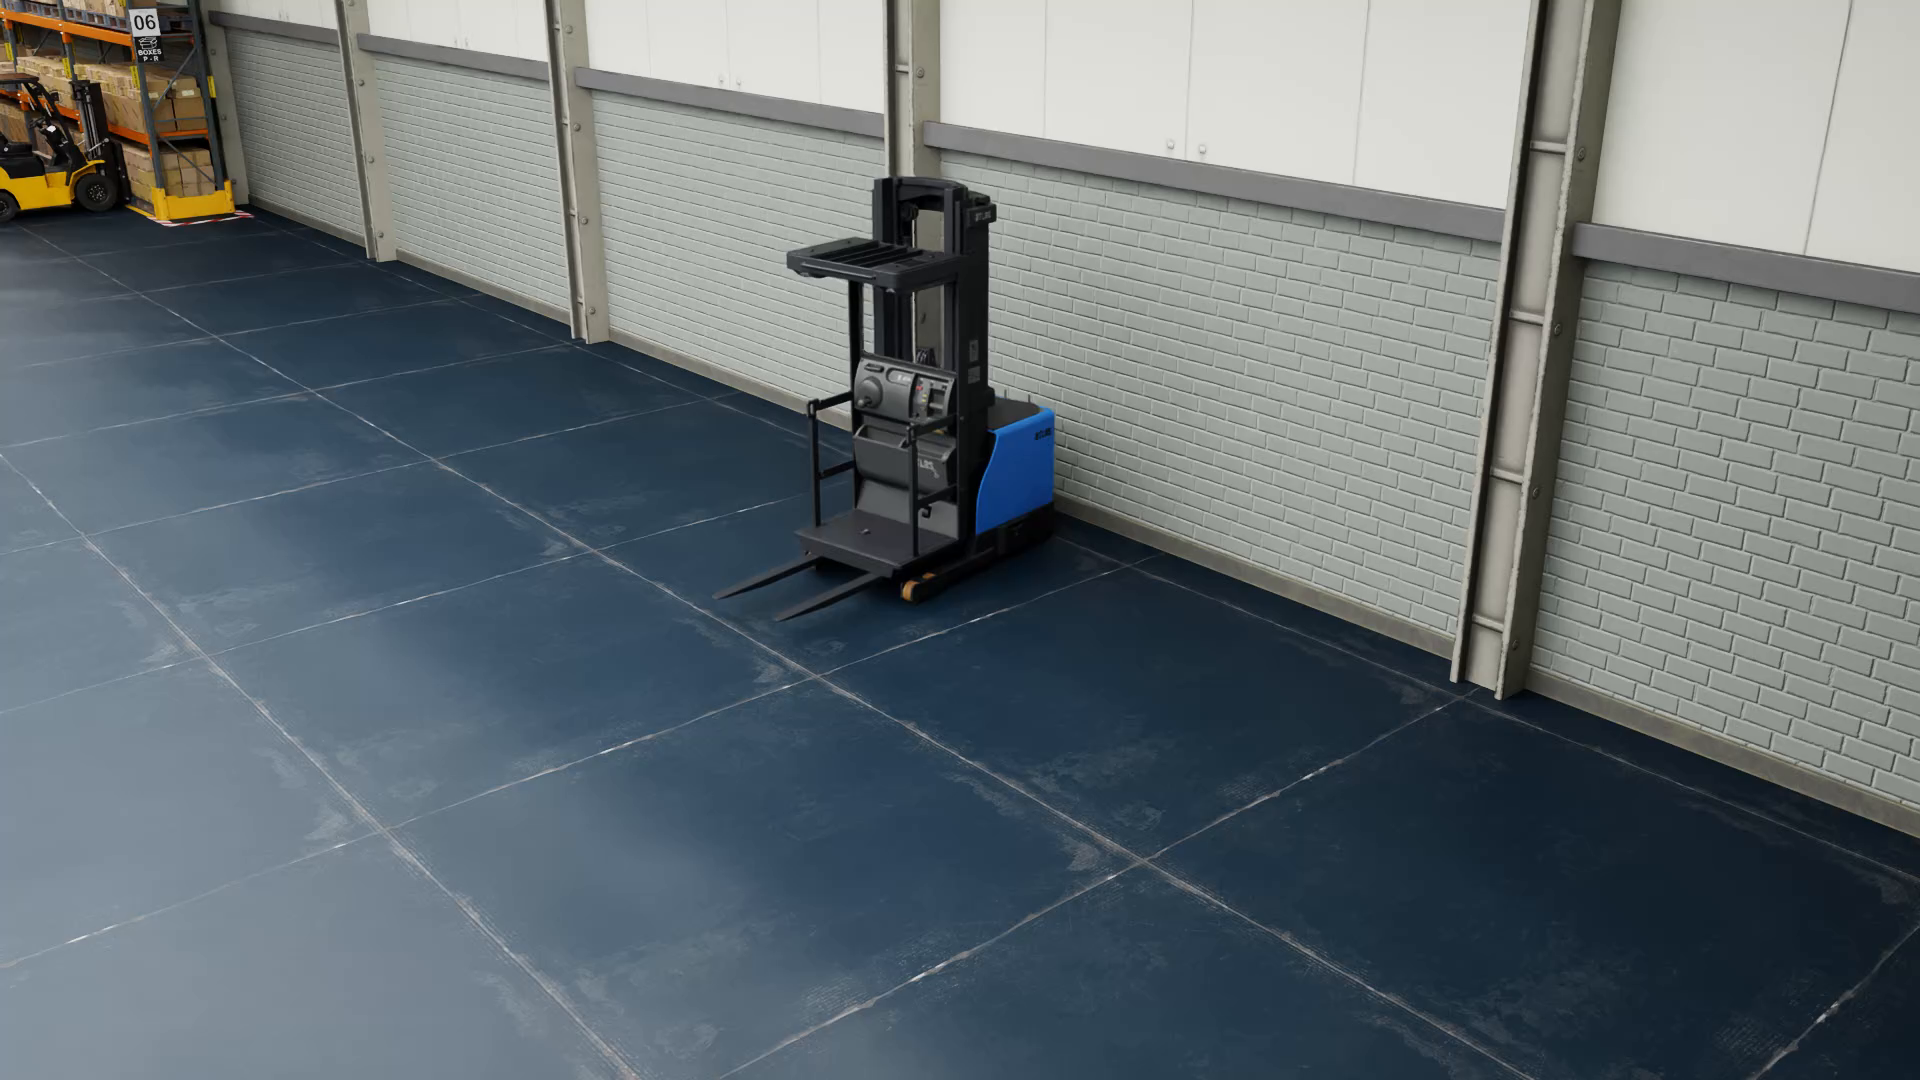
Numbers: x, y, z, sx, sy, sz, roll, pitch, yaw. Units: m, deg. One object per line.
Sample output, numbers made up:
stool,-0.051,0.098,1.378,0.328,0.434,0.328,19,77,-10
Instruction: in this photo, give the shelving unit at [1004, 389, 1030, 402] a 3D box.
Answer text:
shelving unit,0.417,-0.708,13.853,0.252,1.050,0.215,16,27,35

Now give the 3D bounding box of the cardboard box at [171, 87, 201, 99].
cardboard box,-12.409,-7.172,26.655,0.380,0.149,0.250,-18,28,-39

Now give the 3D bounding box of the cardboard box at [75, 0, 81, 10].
cardboard box,-14.430,-8.886,27.577,0.380,0.149,0.250,-16,27,-36

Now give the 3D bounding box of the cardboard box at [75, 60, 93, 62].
cardboard box,-16.223,-8.765,30.724,0.380,0.149,0.250,-16,27,-36

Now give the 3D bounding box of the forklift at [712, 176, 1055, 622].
forklift,-0.553,-1.103,12.281,1.130,2.935,3.031,17,27,36

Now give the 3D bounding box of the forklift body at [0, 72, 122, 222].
forklift body,-15.004,-6.362,26.778,2.313,2.155,1.214,-17,27,-37

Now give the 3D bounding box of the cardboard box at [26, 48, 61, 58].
cardboard box,-17.823,-9.299,32.401,0.500,0.500,0.500,-16,26,-35

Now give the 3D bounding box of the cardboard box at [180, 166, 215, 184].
cardboard box,-12.533,-5.995,27.186,0.500,0.250,0.500,-17,27,-36

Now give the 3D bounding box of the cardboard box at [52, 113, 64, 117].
cardboard box,-17.710,-8.430,32.856,0.380,0.149,0.250,-16,26,-35

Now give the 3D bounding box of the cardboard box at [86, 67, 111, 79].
cardboard box,-14.509,-7.887,28.072,0.380,0.149,0.250,-17,27,-36

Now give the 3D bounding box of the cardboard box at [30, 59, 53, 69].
cardboard box,-17.078,-8.861,30.968,0.380,0.149,0.250,-17,27,-37

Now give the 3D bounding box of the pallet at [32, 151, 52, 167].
pallet,-17.098,-7.343,31.942,1.003,0.211,1.213,-17,27,-37

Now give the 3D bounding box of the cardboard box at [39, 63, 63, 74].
cardboard box,-16.474,-8.564,30.209,0.380,0.149,0.250,-18,28,-39

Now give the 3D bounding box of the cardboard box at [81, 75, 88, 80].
cardboard box,-14.816,-7.900,28.513,0.380,0.149,0.250,-17,27,-36

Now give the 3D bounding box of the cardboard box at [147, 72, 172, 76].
cardboard box,-13.111,-7.587,27.308,0.380,0.149,0.250,-16,27,-36

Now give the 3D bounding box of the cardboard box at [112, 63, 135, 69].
cardboard box,-14.425,-8.164,28.782,0.380,0.149,0.250,-18,28,-39

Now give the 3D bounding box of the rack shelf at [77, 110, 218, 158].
rack shelf,-13.689,-6.885,27.937,1.077,0.370,4.000,-17,27,-37

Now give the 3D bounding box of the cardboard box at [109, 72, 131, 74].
cardboard box,-13.783,-7.626,27.407,0.380,0.149,0.250,-17,27,-37

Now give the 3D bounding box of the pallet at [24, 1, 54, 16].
pallet,-16.363,-9.712,30.314,1.003,0.211,1.213,-16,26,-35

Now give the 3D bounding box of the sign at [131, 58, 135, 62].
sign,-14.575,-8.345,29.382,0.100,0.325,0.005,-17,27,-37

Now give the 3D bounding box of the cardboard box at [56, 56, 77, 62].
cardboard box,-16.862,-9.053,31.459,0.380,0.149,0.250,-17,27,-37

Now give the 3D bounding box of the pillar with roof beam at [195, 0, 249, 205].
pillar with roof beam,-15.417,-8.843,23.723,9.100,9.000,0.400,-17,27,-37

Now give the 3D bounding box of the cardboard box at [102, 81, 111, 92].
cardboard box,-13.992,-7.539,27.592,0.380,0.149,0.250,-18,28,-38

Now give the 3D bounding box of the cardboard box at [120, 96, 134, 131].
cardboard box,-13.236,-6.933,26.936,0.500,0.500,0.500,-16,27,-36

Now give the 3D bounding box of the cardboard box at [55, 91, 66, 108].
cardboard box,-15.854,-7.918,29.791,0.500,0.250,0.500,-18,27,-38

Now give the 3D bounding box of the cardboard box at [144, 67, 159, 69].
cardboard box,-13.746,-7.882,28.061,0.380,0.149,0.250,-18,28,-38

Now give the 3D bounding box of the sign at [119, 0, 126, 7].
sign,-12.804,-8.314,25.381,0.100,0.325,0.005,-17,27,-37

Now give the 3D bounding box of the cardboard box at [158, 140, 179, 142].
cardboard box,-13.531,-6.647,28.167,0.500,0.250,0.500,-18,28,-38

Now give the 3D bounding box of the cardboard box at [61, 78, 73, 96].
cardboard box,-15.509,-8.011,29.344,0.500,0.250,0.500,-18,28,-39

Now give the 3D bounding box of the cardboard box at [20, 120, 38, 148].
cardboard box,-18.045,-7.975,32.585,0.500,0.500,0.500,-16,27,-36

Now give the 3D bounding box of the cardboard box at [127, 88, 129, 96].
cardboard box,-13.135,-7.195,26.715,0.380,0.149,0.250,-17,27,-36

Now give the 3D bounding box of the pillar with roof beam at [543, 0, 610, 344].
pillar with roof beam,-7.584,-5.528,15.258,9.100,9.000,0.400,-17,27,-37

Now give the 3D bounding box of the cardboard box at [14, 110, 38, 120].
cardboard box,-18.322,-8.356,32.667,0.380,0.149,0.250,-19,28,-40

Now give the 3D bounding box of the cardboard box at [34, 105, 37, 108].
cardboard box,-18.595,-8.774,33.736,0.380,0.149,0.250,-17,27,-37

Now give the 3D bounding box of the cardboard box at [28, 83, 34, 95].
cardboard box,-17.177,-8.487,31.246,0.500,0.250,0.500,-18,28,-39

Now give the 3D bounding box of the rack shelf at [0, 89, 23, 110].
rack shelf,-18.911,-9.096,33.580,1.077,0.370,4.000,-17,27,-37

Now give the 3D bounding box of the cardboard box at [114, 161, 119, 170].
cardboard box,-13.934,-6.294,27.949,0.500,0.250,0.500,-18,27,-38

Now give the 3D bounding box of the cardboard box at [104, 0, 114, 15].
cardboard box,-13.320,-8.471,26.356,0.396,0.266,0.258,-17,27,-37

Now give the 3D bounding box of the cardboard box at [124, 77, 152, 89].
cardboard box,-13.153,-7.330,26.652,0.380,0.149,0.250,-17,27,-36

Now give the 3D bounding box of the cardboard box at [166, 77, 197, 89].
cardboard box,-12.441,-7.298,26.571,0.380,0.149,0.250,-18,28,-38

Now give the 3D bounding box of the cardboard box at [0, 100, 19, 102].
cardboard box,-19.579,-8.956,34.198,0.380,0.149,0.250,-18,28,-38

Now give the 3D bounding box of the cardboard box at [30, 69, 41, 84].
cardboard box,-16.847,-8.573,30.779,0.500,0.250,0.500,-18,28,-39

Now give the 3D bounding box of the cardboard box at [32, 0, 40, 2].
cardboard box,-16.153,-9.724,29.495,0.500,0.311,0.500,-19,28,-39

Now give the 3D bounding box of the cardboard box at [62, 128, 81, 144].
cardboard box,-15.845,-7.220,30.486,0.875,0.625,0.625,-18,28,-38

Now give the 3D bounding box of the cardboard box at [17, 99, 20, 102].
cardboard box,-19.417,-9.147,34.687,0.380,0.149,0.250,-17,27,-37

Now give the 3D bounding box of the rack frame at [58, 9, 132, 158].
rack frame,-14.995,-7.773,29.216,1.000,3.000,0.127,-17,27,-37

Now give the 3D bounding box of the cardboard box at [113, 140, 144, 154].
cardboard box,-13.920,-6.520,27.841,0.500,0.250,0.500,-18,28,-38

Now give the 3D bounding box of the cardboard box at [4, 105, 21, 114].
cardboard box,-18.964,-8.661,33.446,0.380,0.149,0.250,-19,28,-40

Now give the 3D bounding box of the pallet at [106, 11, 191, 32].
pallet,-12.826,-8.225,26.378,1.003,0.211,1.213,-17,27,-37

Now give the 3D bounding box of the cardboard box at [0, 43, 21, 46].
cardboard box,-19.220,-9.678,33.369,0.700,0.500,0.500,-18,27,-38

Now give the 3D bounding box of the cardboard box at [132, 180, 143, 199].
cardboard box,-13.247,-5.777,27.316,0.500,0.250,0.500,-17,27,-37

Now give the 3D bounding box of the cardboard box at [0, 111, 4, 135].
cardboard box,-19.394,-8.544,34.036,0.500,0.500,0.500,-18,28,-39
